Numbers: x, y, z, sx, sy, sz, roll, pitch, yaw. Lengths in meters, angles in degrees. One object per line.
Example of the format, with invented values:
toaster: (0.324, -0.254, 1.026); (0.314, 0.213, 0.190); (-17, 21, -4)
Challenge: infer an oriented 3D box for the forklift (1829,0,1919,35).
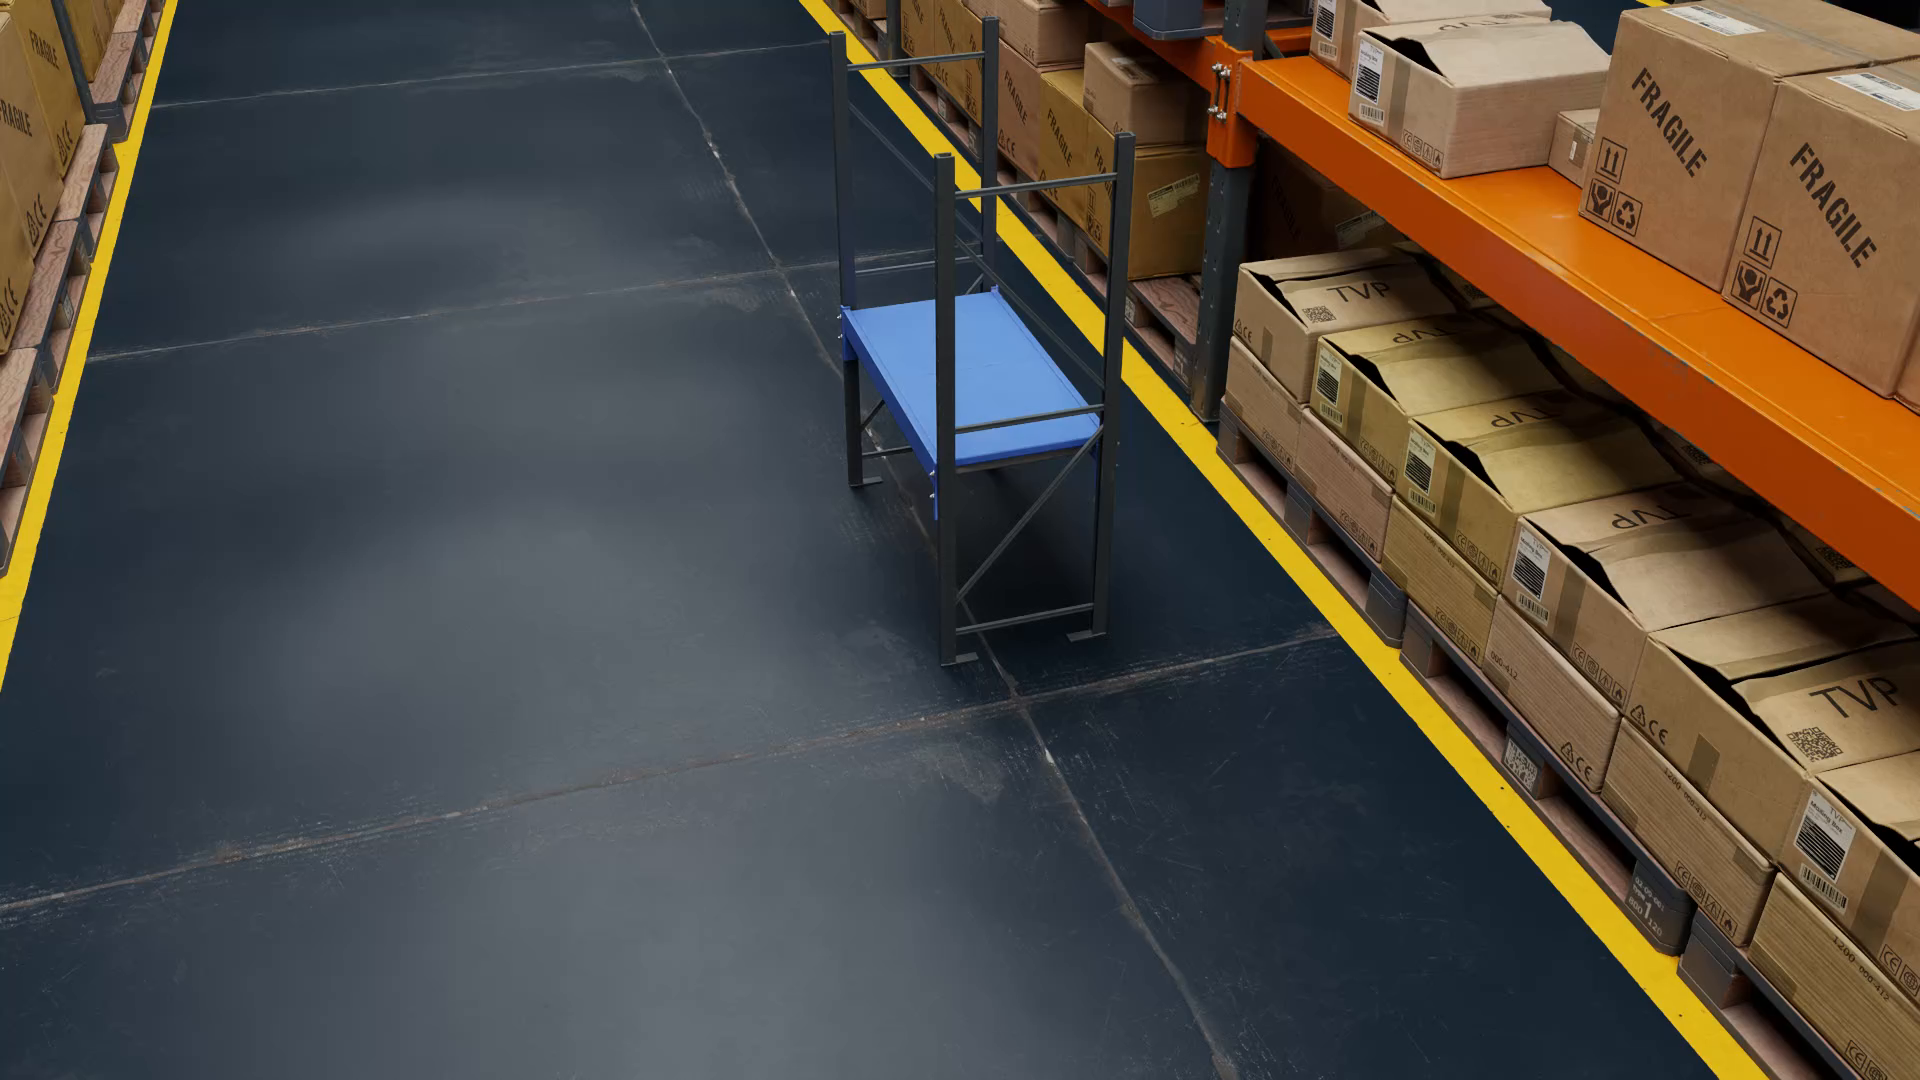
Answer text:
forklift: (4.020, -2.590, 6.511); (1.130, 2.935, 3.031); (3, 34, 5)

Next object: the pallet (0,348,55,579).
pallet: (-3.569, -0.199, 5.359); (1.003, 0.211, 1.213); (-10, 35, -15)

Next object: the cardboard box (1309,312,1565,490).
cardboard box: (1.364, -0.434, 4.790); (0.500, 0.311, 0.500); (-11, 35, -16)

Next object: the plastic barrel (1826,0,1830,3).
plastic barrel: (5.180, -3.341, 9.108); (0.600, 0.901, 0.708); (-10, 35, -15)

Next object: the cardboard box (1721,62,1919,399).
cardboard box: (2.004, -0.658, 3.434); (0.500, 0.500, 0.500); (-10, 35, -15)

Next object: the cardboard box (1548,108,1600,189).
cardboard box: (1.759, -1.006, 4.279); (0.380, 0.149, 0.250); (-8, 34, -11)

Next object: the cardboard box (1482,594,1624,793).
cardboard box: (1.671, 0.331, 4.142); (0.500, 0.250, 0.500); (-9, 35, -14)

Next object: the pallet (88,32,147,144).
pallet: (-4.778, -2.285, 8.516); (1.003, 0.211, 1.213); (-10, 35, -15)

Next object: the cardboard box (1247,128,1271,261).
cardboard box: (1.284, -1.472, 6.625); (0.500, 0.500, 0.500); (-11, 35, -16)

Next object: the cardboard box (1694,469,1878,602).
cardboard box: (2.177, 0.002, 4.131); (0.500, 0.311, 0.500); (-9, 35, -13)

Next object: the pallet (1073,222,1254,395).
pallet: (1.124, -1.006, 6.580); (1.003, 0.211, 1.213); (-10, 35, -15)

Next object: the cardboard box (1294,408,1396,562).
cardboard box: (1.350, -0.211, 4.961); (0.500, 0.250, 0.500); (-11, 35, -16)

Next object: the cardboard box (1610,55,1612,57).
cardboard box: (1.853, -1.240, 4.634); (0.380, 0.149, 0.250); (-10, 35, -15)

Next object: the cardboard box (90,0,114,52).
cardboard box: (-4.901, -2.842, 8.717); (0.700, 0.500, 0.500); (-10, 35, -15)

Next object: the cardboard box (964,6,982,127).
cardboard box: (0.330, -2.175, 7.688); (0.500, 0.500, 0.500); (-10, 35, -14)

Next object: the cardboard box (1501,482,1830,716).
cardboard box: (1.675, 0.104, 3.976); (0.500, 0.311, 0.500); (-10, 35, -15)

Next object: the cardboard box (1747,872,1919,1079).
cardboard box: (1.981, 0.867, 3.331); (0.500, 0.250, 0.500); (-11, 35, -15)

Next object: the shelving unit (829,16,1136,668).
shelving unit: (0.026, -0.581, 4.769); (0.538, 1.500, 1.048); (-10, 35, -15)

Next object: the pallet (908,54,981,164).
pallet: (0.380, -2.287, 8.519); (1.003, 0.211, 1.213); (-10, 35, -15)

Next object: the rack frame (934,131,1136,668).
rack frame: (0.181, -0.314, 4.365); (0.500, 1.500, 0.032); (-10, 35, -15)

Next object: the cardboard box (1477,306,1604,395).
cardboard box: (1.875, -0.527, 4.932); (0.500, 0.311, 0.500); (-11, 35, -15)

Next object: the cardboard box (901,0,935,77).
cardboard box: (0.011, -2.716, 8.508); (0.500, 0.500, 0.500); (-12, 35, -17)

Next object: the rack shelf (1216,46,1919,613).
rack shelf: (1.926, -0.420, 3.818); (1.077, 0.370, 4.000); (-10, 35, -15)

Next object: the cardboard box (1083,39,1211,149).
cardboard box: (0.786, -1.705, 6.297); (0.500, 0.250, 0.500); (-9, 34, -13)

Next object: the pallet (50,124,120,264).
pallet: (-4.314, -1.480, 7.298); (1.003, 0.211, 1.213); (-10, 35, -15)

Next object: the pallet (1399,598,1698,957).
pallet: (1.898, 0.471, 4.346); (1.003, 0.211, 1.213); (-10, 35, -15)

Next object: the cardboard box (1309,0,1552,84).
cardboard box: (1.385, -1.535, 4.933); (0.500, 0.311, 0.500); (-8, 34, -12)

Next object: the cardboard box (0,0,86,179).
cardboard box: (-4.299, -1.995, 7.117); (0.750, 0.750, 0.750); (-10, 35, -14)

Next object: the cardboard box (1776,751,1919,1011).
cardboard box: (1.975, 0.631, 3.179); (0.500, 0.311, 0.500); (-9, 35, -13)

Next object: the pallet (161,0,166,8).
pallet: (-5.522, -3.566, 10.455); (1.003, 0.211, 1.213); (-10, 35, -15)

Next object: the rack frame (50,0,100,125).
rack frame: (-4.621, -3.036, 7.123); (1.000, 3.000, 0.127); (-10, 35, -15)

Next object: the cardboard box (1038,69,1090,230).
cardboard box: (0.650, -1.635, 6.871); (0.500, 0.500, 0.500); (-11, 35, -16)

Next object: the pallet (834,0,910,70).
pallet: (-0.113, -3.068, 9.702); (1.003, 0.211, 1.213); (-10, 35, -15)

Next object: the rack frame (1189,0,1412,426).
rack frame: (1.316, -1.771, 5.209); (1.000, 3.000, 0.127); (-10, 35, -15)

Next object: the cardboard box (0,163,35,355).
cardboard box: (-3.761, -1.083, 5.737); (0.750, 0.750, 0.750); (-10, 35, -15)

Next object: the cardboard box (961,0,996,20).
cardboard box: (0.316, -2.504, 7.507); (0.500, 0.250, 0.500); (-10, 35, -15)
